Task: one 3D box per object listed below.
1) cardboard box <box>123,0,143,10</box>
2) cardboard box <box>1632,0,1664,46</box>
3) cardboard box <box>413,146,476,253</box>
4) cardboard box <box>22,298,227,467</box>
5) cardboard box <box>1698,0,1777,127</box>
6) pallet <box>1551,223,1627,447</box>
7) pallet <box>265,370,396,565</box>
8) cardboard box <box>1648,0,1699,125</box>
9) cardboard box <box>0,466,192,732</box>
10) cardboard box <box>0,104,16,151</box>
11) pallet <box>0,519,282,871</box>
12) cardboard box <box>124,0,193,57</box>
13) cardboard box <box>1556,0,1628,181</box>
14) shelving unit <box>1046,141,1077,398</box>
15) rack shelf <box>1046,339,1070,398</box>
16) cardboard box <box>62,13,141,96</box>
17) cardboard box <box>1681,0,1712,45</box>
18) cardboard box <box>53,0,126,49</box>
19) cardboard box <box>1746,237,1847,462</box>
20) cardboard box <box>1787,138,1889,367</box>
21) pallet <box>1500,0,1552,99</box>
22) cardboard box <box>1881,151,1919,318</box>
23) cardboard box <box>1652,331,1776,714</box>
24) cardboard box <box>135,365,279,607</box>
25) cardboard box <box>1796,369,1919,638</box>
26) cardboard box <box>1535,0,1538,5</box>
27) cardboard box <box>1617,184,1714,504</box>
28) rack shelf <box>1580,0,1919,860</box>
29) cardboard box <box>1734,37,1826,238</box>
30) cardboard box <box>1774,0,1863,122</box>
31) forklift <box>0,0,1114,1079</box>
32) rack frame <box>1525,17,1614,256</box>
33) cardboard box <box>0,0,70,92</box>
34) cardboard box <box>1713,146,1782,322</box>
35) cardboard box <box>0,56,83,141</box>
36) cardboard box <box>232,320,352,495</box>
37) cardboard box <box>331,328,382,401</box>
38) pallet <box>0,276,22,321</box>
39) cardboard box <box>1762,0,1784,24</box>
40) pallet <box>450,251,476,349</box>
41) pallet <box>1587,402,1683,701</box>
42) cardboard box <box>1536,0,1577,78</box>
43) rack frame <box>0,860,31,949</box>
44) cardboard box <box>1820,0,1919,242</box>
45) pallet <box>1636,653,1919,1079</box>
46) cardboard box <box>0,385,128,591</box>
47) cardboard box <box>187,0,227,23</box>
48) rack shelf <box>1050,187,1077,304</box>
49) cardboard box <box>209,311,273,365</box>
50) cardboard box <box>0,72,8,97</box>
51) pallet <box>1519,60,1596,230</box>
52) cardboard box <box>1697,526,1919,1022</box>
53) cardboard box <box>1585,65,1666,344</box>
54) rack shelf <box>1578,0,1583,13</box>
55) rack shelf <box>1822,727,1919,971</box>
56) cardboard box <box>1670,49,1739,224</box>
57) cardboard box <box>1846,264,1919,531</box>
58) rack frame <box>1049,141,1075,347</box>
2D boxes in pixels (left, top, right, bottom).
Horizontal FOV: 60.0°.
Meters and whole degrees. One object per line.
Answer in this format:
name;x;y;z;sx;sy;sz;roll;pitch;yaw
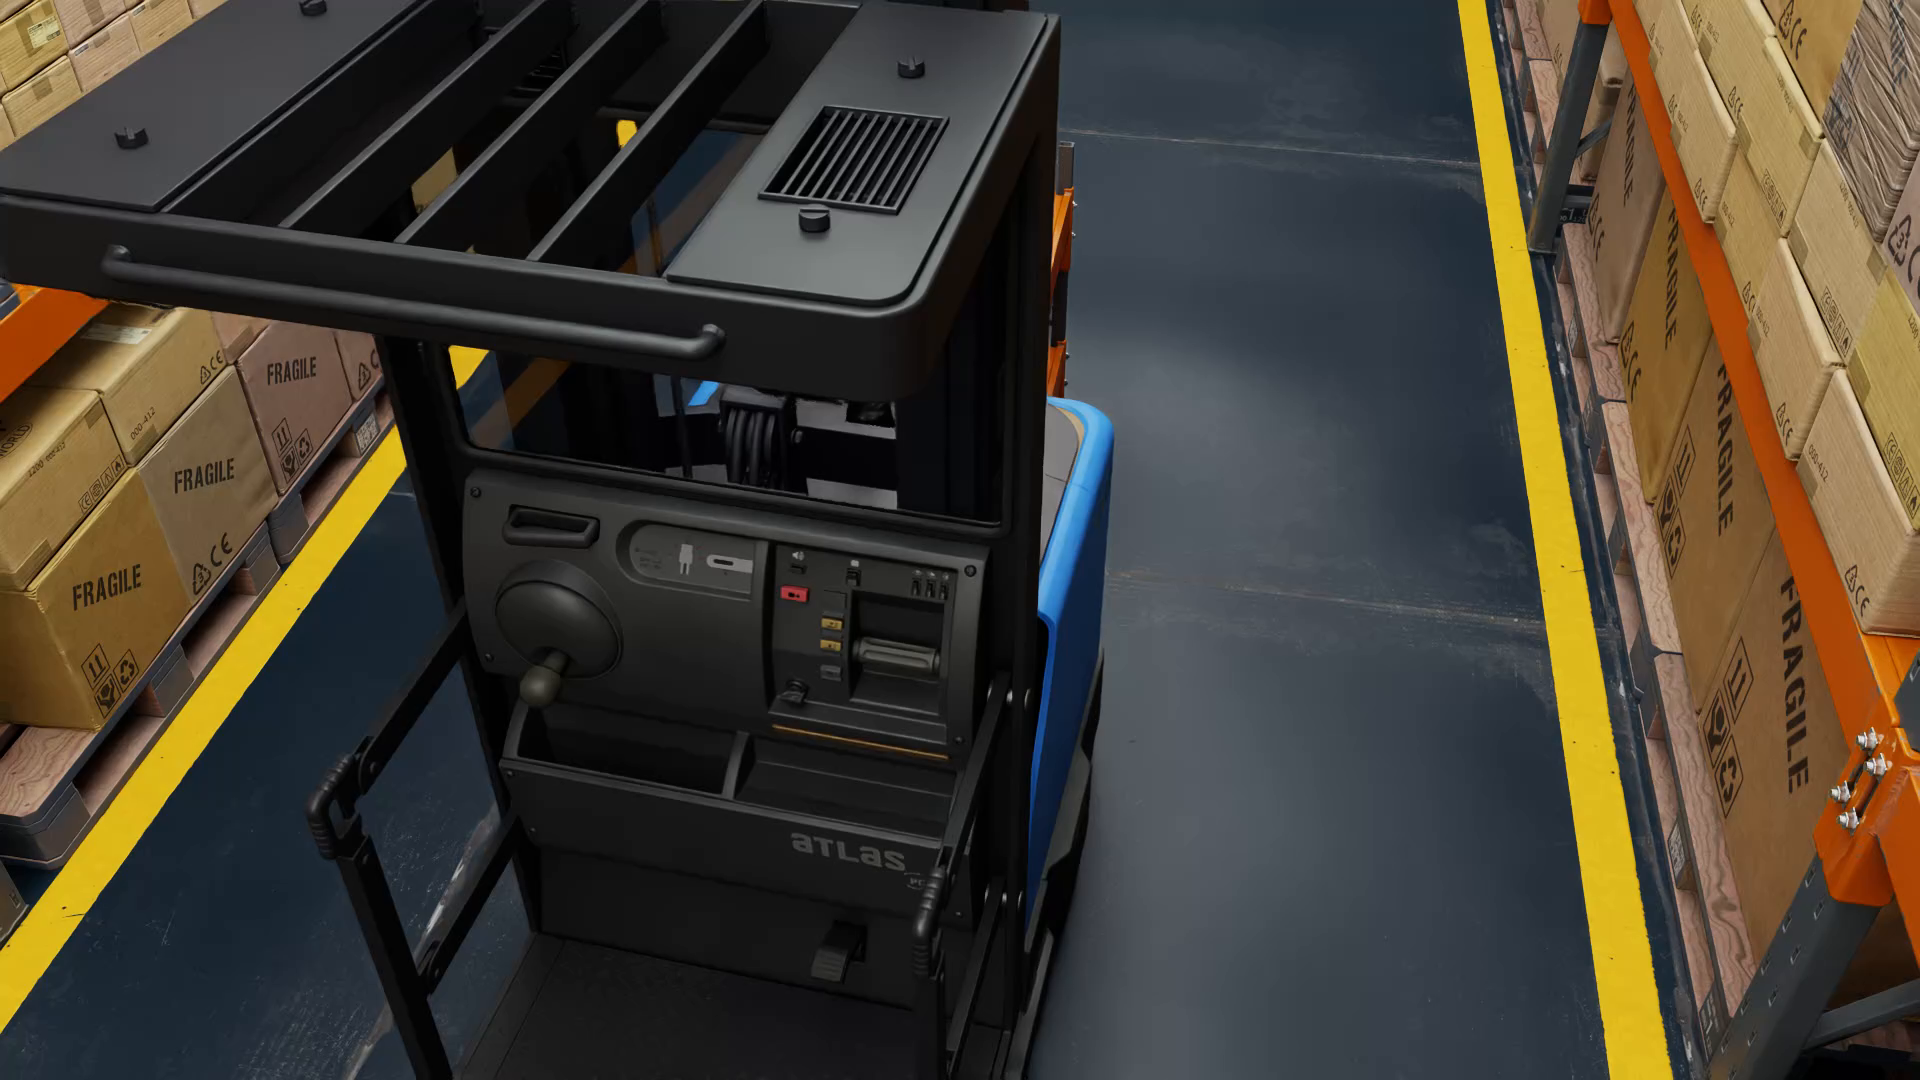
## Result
cardboard box;-2.313;-1.523;4.372;0.380;0.149;0.250;6;40;7
cardboard box;2.345;-1.652;5.011;0.500;0.250;0.500;5;40;7
cardboard box;-2.093;-1.148;5.917;0.500;0.500;0.500;6;40;7
cardboard box;-2.371;-0.465;4.502;0.500;0.250;0.500;6;40;7
cardboard box;2.153;-1.210;4.084;0.500;0.250;0.500;5;40;6
pallet;2.709;-0.714;5.948;1.003;0.211;1.213;6;40;8
pallet;-2.466;-0.433;5.607;1.003;0.211;1.213;6;40;8
cardboard box;2.240;-1.332;4.625;0.500;0.250;0.500;6;40;7
cardboard box;-2.443;0.132;4.368;0.500;0.500;0.500;5;40;6
cardboard box;-2.447;-0.915;3.870;0.380;0.149;0.250;8;40;10
pallet;-2.680;0.331;4.684;1.003;0.211;1.213;6;40;8
cardboard box;-2.313;-1.409;4.468;0.380;0.149;0.250;7;40;8
cardboard box;2.983;-1.838;6.800;0.875;0.438;0.875;6;40;7
shelving unit;0.001;-0.438;4.897;0.538;1.125;1.048;6;40;8
rack shelf;0.001;-0.249;5.052;0.538;0.278;1.000;6;40;8
cardboard box;-2.358;-1.252;4.278;0.380;0.149;0.250;8;40;9
cardboard box;2.239;-1.527;4.469;0.500;0.250;0.500;7;40;8
cardboard box;-2.360;-1.367;4.184;0.380;0.149;0.250;6;40;8
cardboard box;1.981;-0.382;3.475;0.500;0.250;0.500;7;40;8
cardboard box;1.995;-0.560;3.299;0.500;0.250;0.500;5;40;7
pallet;3.186;-2.443;8.040;1.003;0.211;1.213;6;40;8
cardboard box;1.908;-0.548;2.696;0.500;0.500;0.500;5;40;6
cardboard box;2.436;-0.098;4.352;0.875;0.875;0.875;7;40;8
cardboard box;-2.359;-0.184;4.750;0.500;0.500;0.500;7;40;8
cardboard box;1.908;-0.059;3.085;0.500;0.250;0.500;5;40;6
cardboard box;3.295;-2.966;8.164;0.875;0.438;0.875;7;40;9
cardboard box;2.592;-0.659;5.031;0.875;0.875;0.875;7;40;9
rack shelf;2.423;-0.749;4.367;1.077;0.370;4.000;6;40;8
cardboard box;2.064;-0.884;3.690;0.500;0.250;0.500;5;40;7
cardboard box;2.082;-1.182;3.463;0.500;0.500;0.500;6;40;8
forklift;-0.465;0.212;2.694;1.130;2.935;3.031;9;40;11
rack frame;2.769;-2.281;5.655;1.000;3.000;0.127;6;40;8
cardboard box;-2.404;-1.211;3.995;0.380;0.149;0.250;7;40;8
cardboard box;2.084;-0.696;3.855;0.500;0.250;0.500;6;40;7
cardboard box;-2.402;-1.084;4.075;0.380;0.149;0.250;8;40;10
cardboard box;-2.275;-0.506;5.141;0.500;0.500;0.500;5;40;7
cardboard box;-2.186;-0.827;5.528;0.500;0.500;0.500;6;40;7
pallet;-2.798;-0.639;3.819;1.213;0.211;1.003;6;40;8
cardboard box;2.176;-1.499;3.846;0.500;0.500;0.500;6;40;7
pallet;-2.257;-1.200;6.536;1.003;0.211;1.213;6;40;8
pallet;2.501;0.054;5.019;1.003;0.211;1.213;6;40;8
cardboard box;3.137;-2.400;7.480;0.875;0.438;0.875;5;40;6
rack frame;-2.816;-0.254;3.203;1.000;3.000;0.127;6;40;8
cardboard box;1.989;-0.871;3.087;0.500;0.500;0.500;7;40;8
pallet;2.287;0.817;4.096;1.003;0.211;1.213;6;40;8
cardboard box;-2.459;-0.147;4.118;0.500;0.250;0.500;5;40;6
cardboard box;-2.266;-1.573;4.666;0.380;0.149;0.250;5;40;6
rack shelf;0.001;-0.663;4.710;0.538;0.278;1.000;6;40;8
cardboard box;-2.273;-0.775;4.876;0.500;0.250;0.500;7;40;8
cardboard box;-2.447;-1.053;3.803;0.380;0.149;0.250;5;40;6
pallet;2.977;-1.675;7.111;1.003;0.211;1.213;6;40;8
cardboard box;2.278;0.462;3.676;0.875;0.875;0.875;6;40;7
cardboard box;2.740;-1.227;5.717;0.875;0.875;0.875;8;40;9
rack shelf;3.115;-3.259;7.403;1.077;0.370;4.000;6;40;8
rack shelf;1.730;1.761;1.330;1.077;0.370;4.000;6;40;8
cardboard box;2.145;-1.019;4.246;0.500;0.250;0.500;6;40;7
cardboard box;1.910;-0.238;2.909;0.500;0.250;0.500;6;40;8
rack frame;0.089;-0.757;5.283;0.500;1.125;0.032;6;40;8
